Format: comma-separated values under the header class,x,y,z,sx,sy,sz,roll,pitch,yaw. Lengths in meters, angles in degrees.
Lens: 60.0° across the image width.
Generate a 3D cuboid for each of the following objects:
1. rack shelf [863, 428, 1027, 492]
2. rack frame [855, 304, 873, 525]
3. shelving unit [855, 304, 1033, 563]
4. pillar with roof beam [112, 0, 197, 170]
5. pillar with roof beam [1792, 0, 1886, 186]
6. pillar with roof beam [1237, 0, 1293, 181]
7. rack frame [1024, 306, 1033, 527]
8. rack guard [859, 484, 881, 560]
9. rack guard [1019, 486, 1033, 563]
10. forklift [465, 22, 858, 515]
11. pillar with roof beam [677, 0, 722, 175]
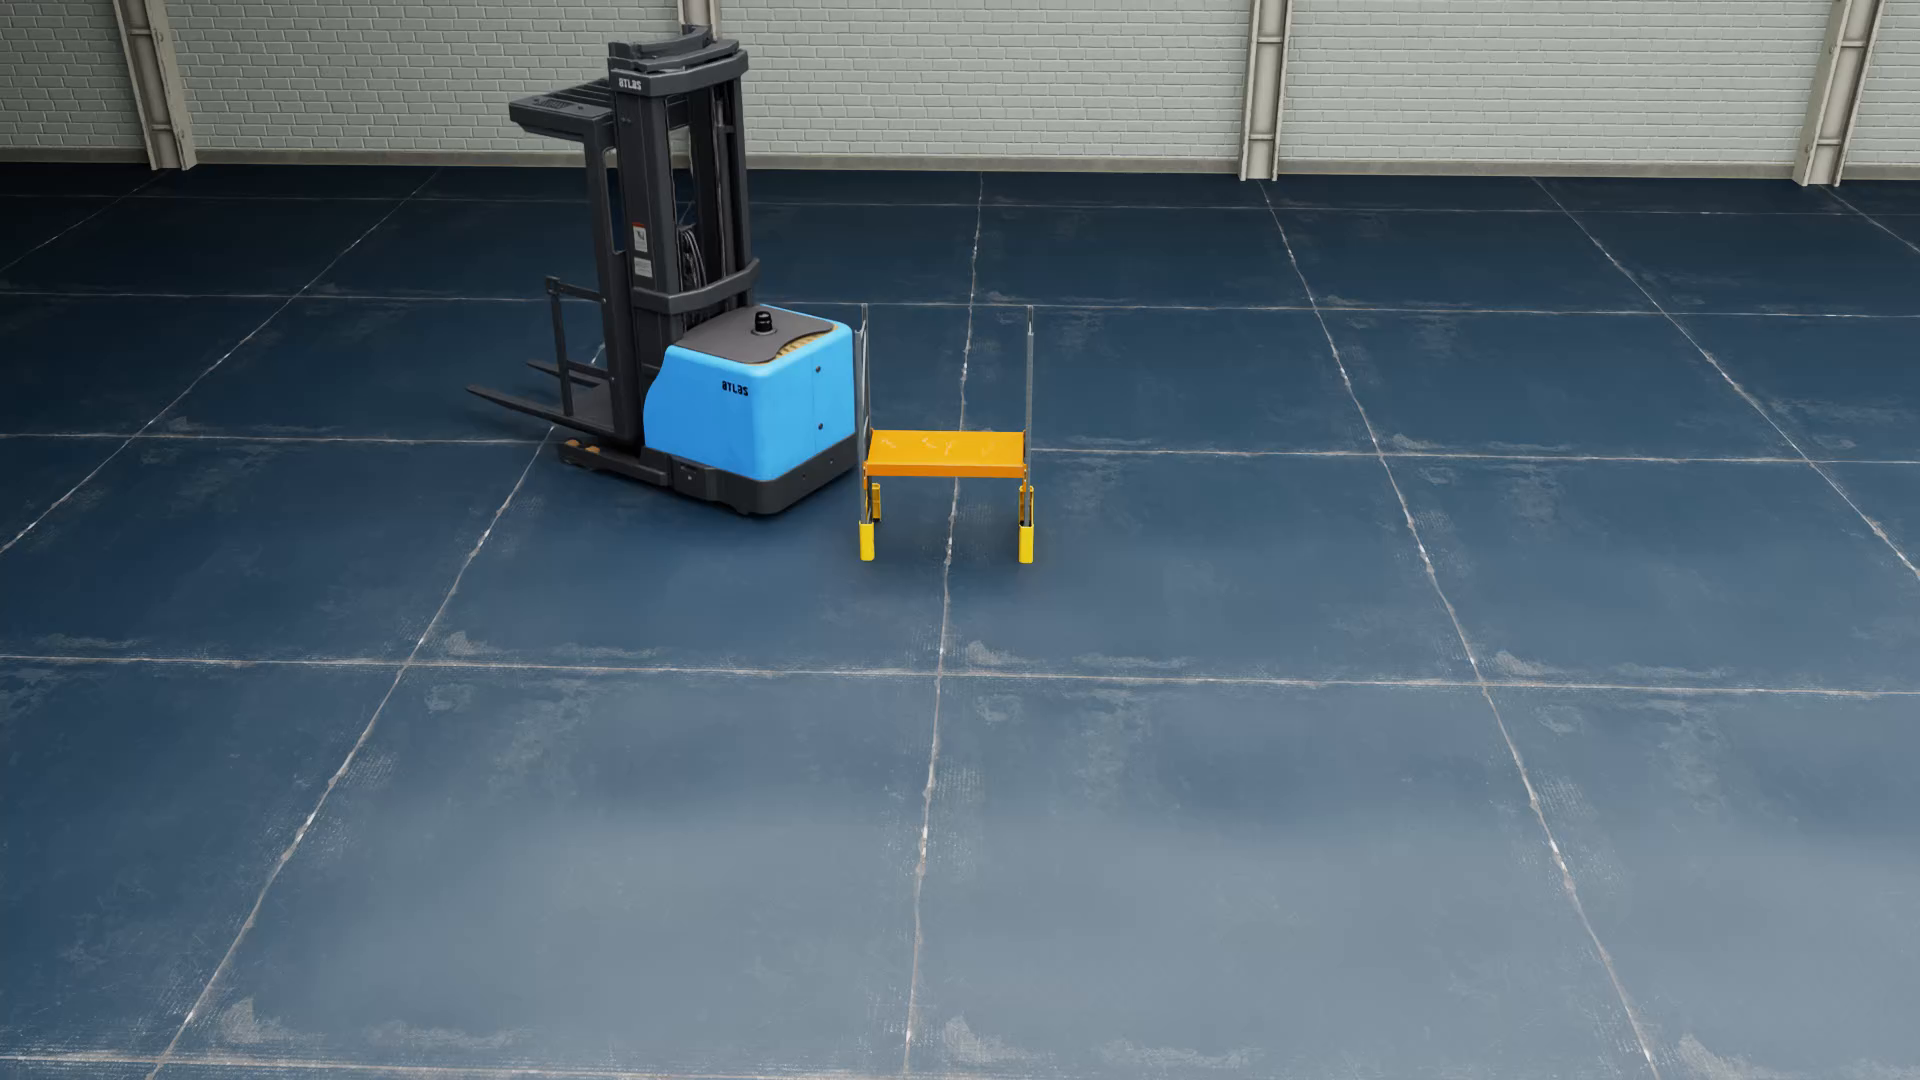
class,x,y,z,sx,sy,sz,roll,pitch,yaw
rack shelf,-0.085,-0.505,10.411,1.000,0.185,0.538,1,28,2
rack frame,-0.593,-0.672,10.343,0.032,1.500,0.500,1,28,2
shelving unit,-0.076,-0.664,10.327,1.083,1.500,0.587,1,28,2
pillar with roof beam,-8.902,-6.127,12.626,0.400,9.000,9.100,1,28,2
pillar with roof beam,9.087,-5.830,12.065,0.400,9.000,9.100,1,28,2
pillar with roof beam,3.091,-5.929,12.252,0.400,9.000,9.100,1,28,2
rack frame,0.423,-0.656,10.311,0.032,1.500,0.500,1,28,2
rack guard,-0.574,-0.120,10.635,0.087,0.250,0.587,1,28,2
rack guard,0.422,-0.103,10.604,0.087,0.250,0.587,1,28,2
forklift,-2.221,-1.970,11.262,3.031,2.935,1.130,17,32,29
pillar with roof beam,-2.906,-6.028,12.439,0.400,9.000,9.100,1,28,2
